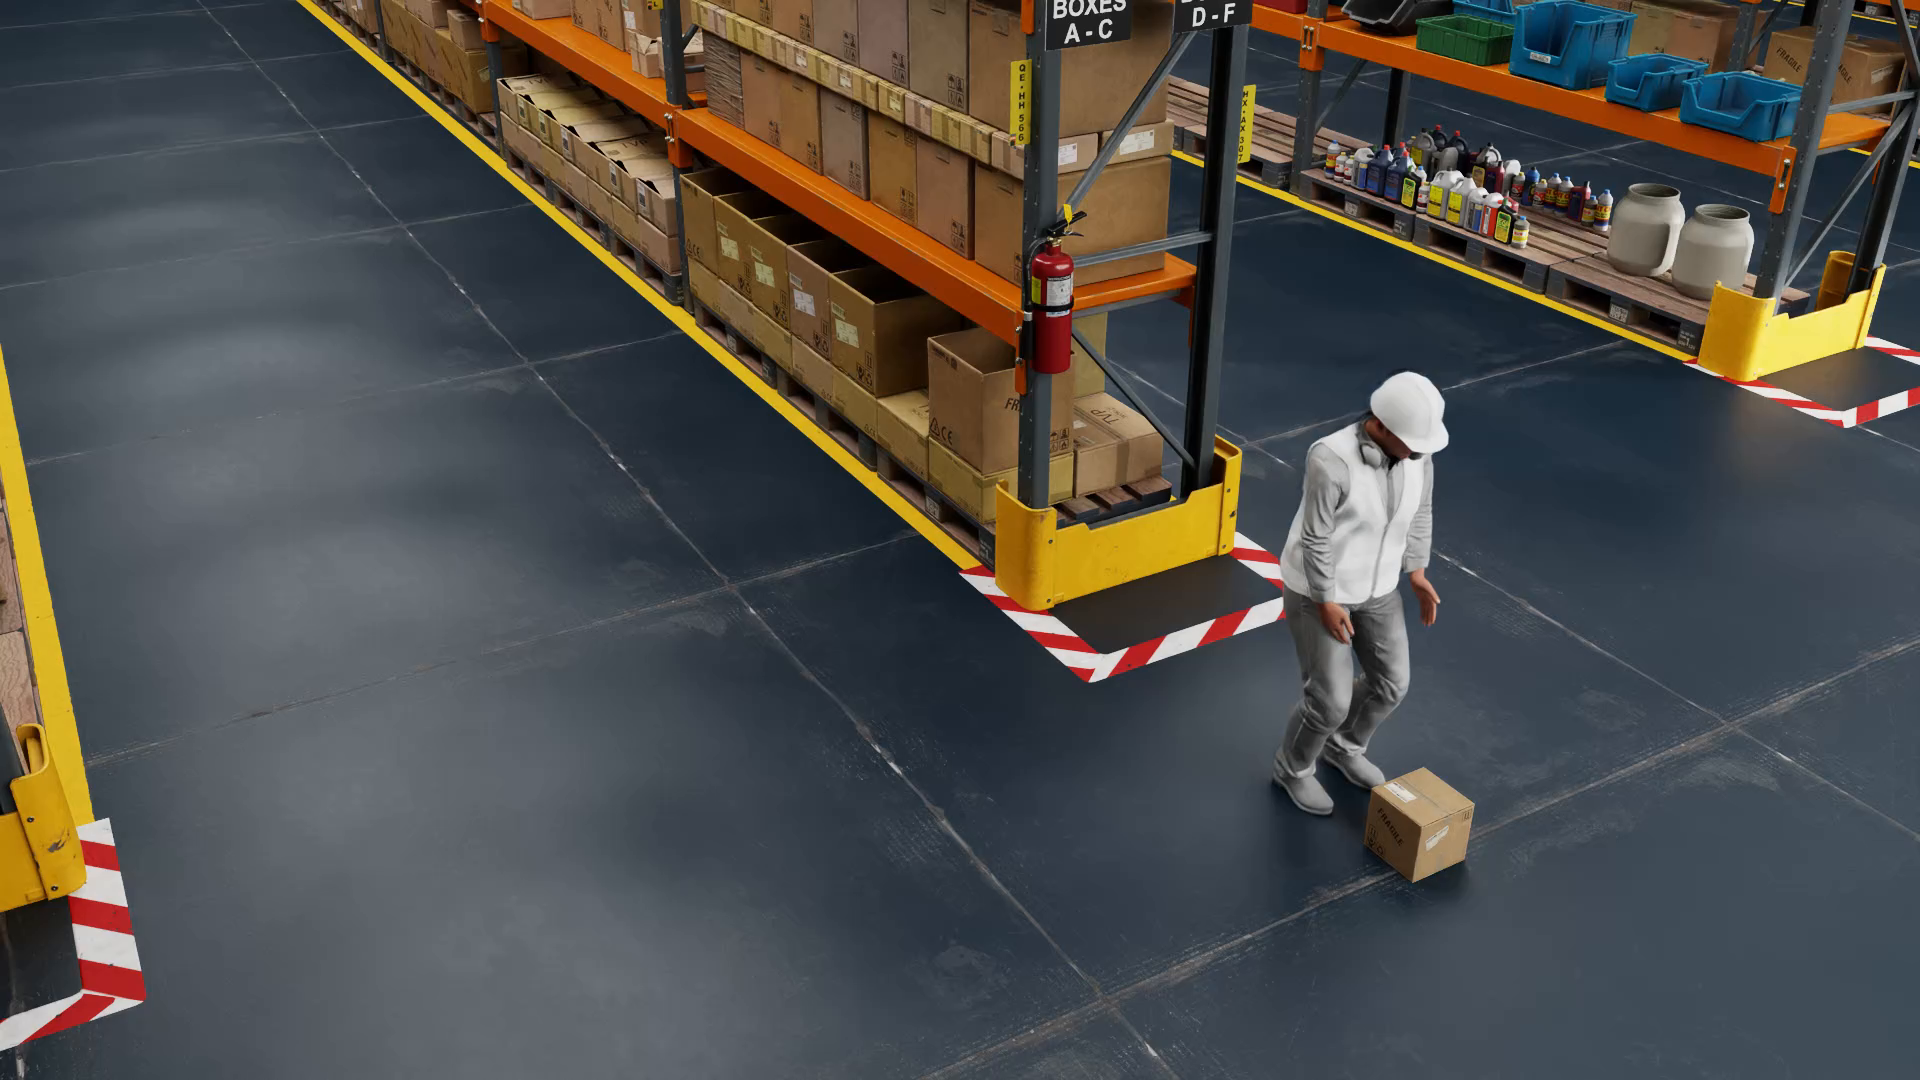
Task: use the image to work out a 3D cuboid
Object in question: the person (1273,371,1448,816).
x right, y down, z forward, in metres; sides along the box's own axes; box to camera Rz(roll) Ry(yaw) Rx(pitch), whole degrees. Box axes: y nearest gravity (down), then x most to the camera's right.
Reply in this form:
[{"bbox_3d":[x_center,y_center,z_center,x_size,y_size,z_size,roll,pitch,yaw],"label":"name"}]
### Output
[{"bbox_3d":[1.414,0.165,5.876,0.563,1.708,0.495,-15,32,-25],"label":"person"}]
